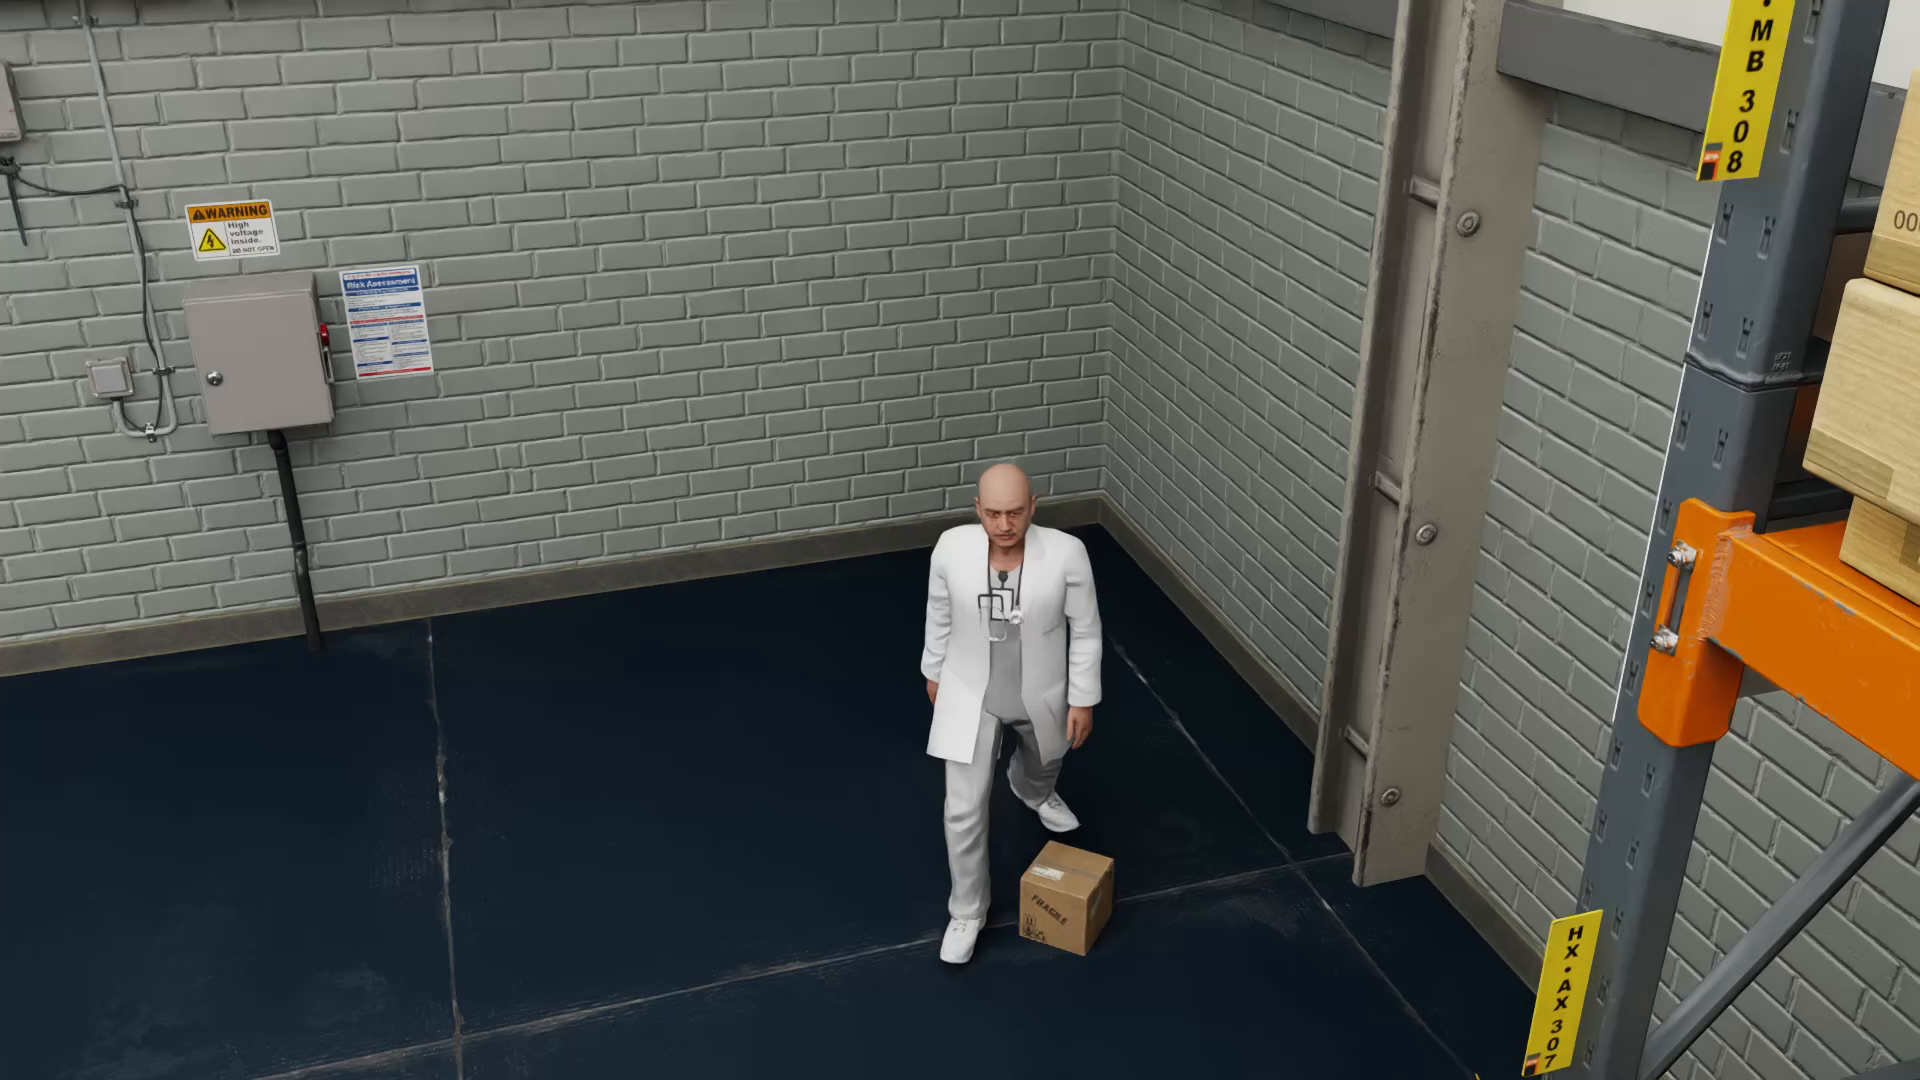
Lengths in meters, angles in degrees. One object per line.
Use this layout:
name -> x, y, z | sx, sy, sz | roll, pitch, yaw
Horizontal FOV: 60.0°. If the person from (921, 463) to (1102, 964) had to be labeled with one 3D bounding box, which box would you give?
person -> 0.171, 0.478, 5.679 | 0.623, 1.714, 1.055 | 1, 26, 3
